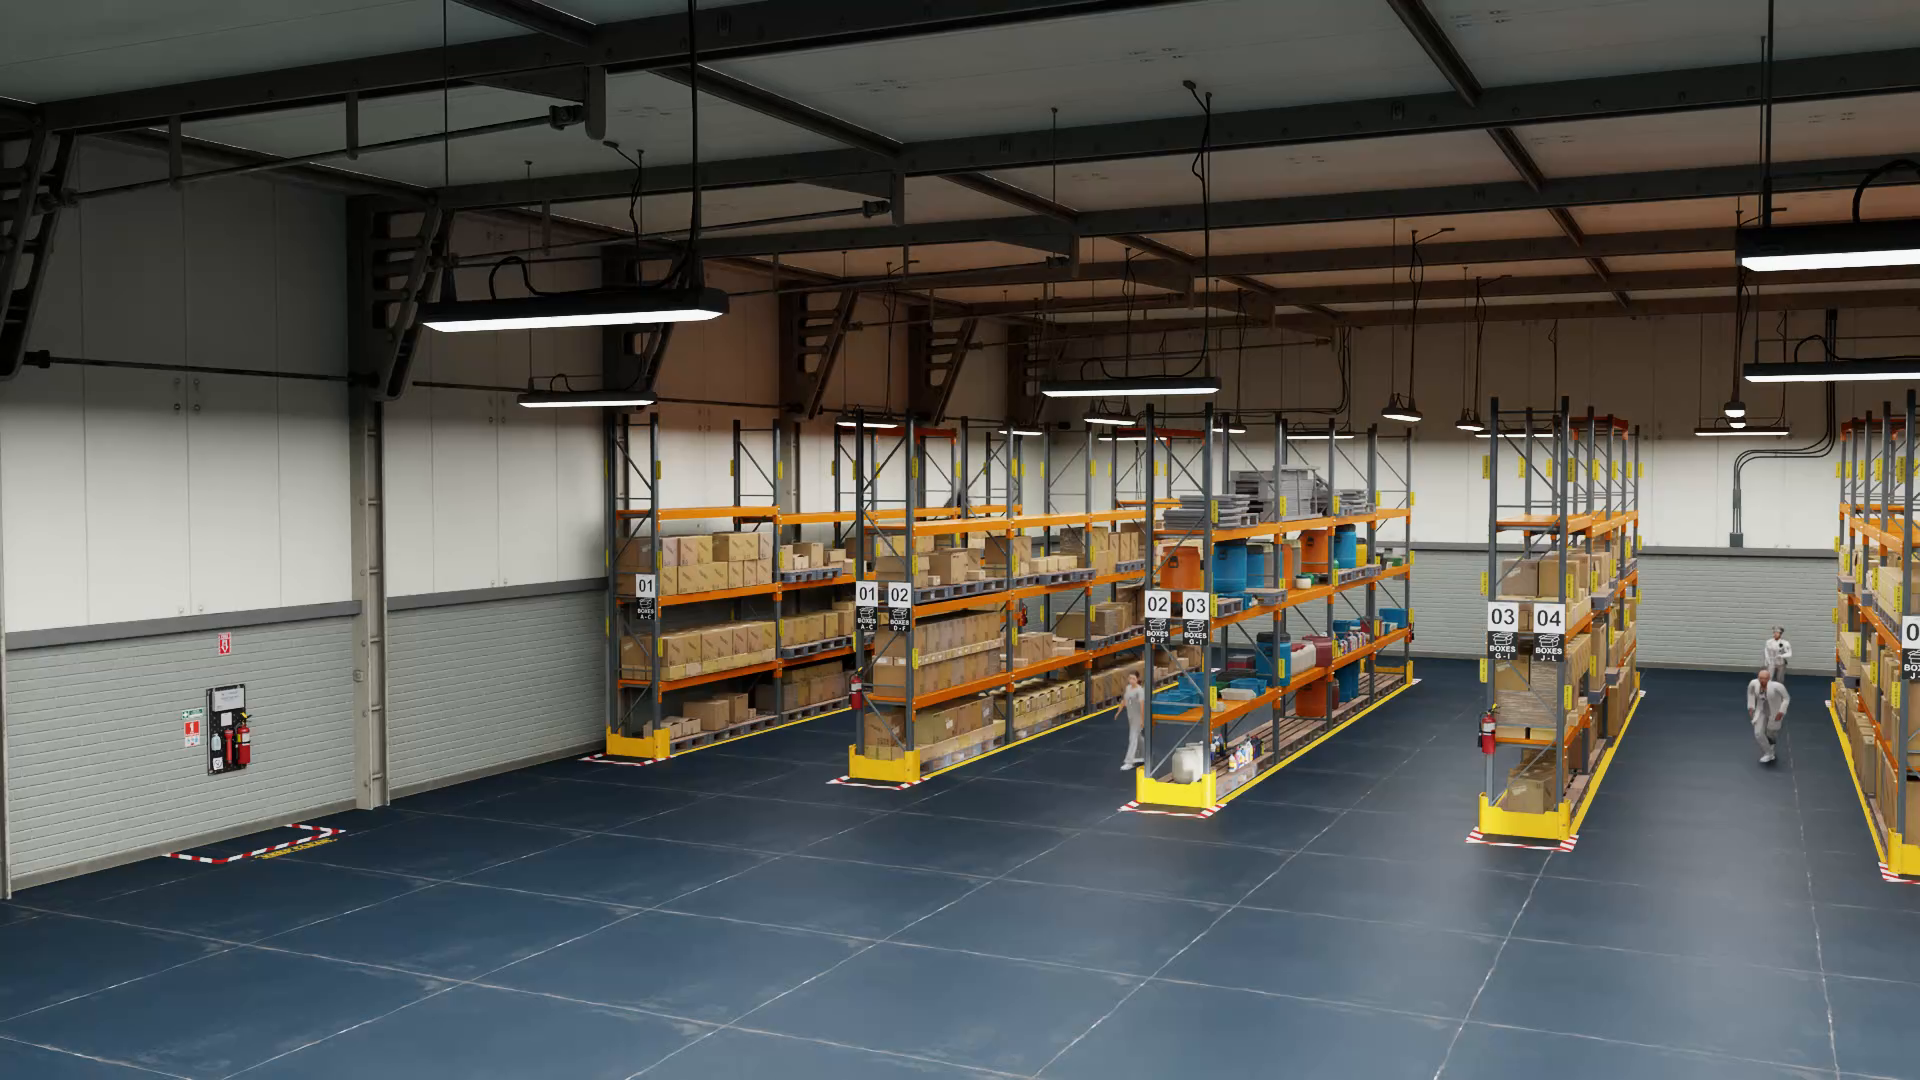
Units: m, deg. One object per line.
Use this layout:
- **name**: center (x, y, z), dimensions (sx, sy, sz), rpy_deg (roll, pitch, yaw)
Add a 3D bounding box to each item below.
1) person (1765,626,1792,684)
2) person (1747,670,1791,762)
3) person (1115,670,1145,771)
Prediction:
- **person**: center (17.386, 2.669, 35.380), dimensions (0.572, 1.673, 0.654), rpy_deg (2, 3, 36)
- **person**: center (13.964, 3.002, 28.660), dimensions (0.711, 1.604, 1.050), rpy_deg (2, 3, 39)
- **person**: center (2.899, 3.002, 27.992), dimensions (0.762, 1.662, 0.612), rpy_deg (-1, 3, -29)
